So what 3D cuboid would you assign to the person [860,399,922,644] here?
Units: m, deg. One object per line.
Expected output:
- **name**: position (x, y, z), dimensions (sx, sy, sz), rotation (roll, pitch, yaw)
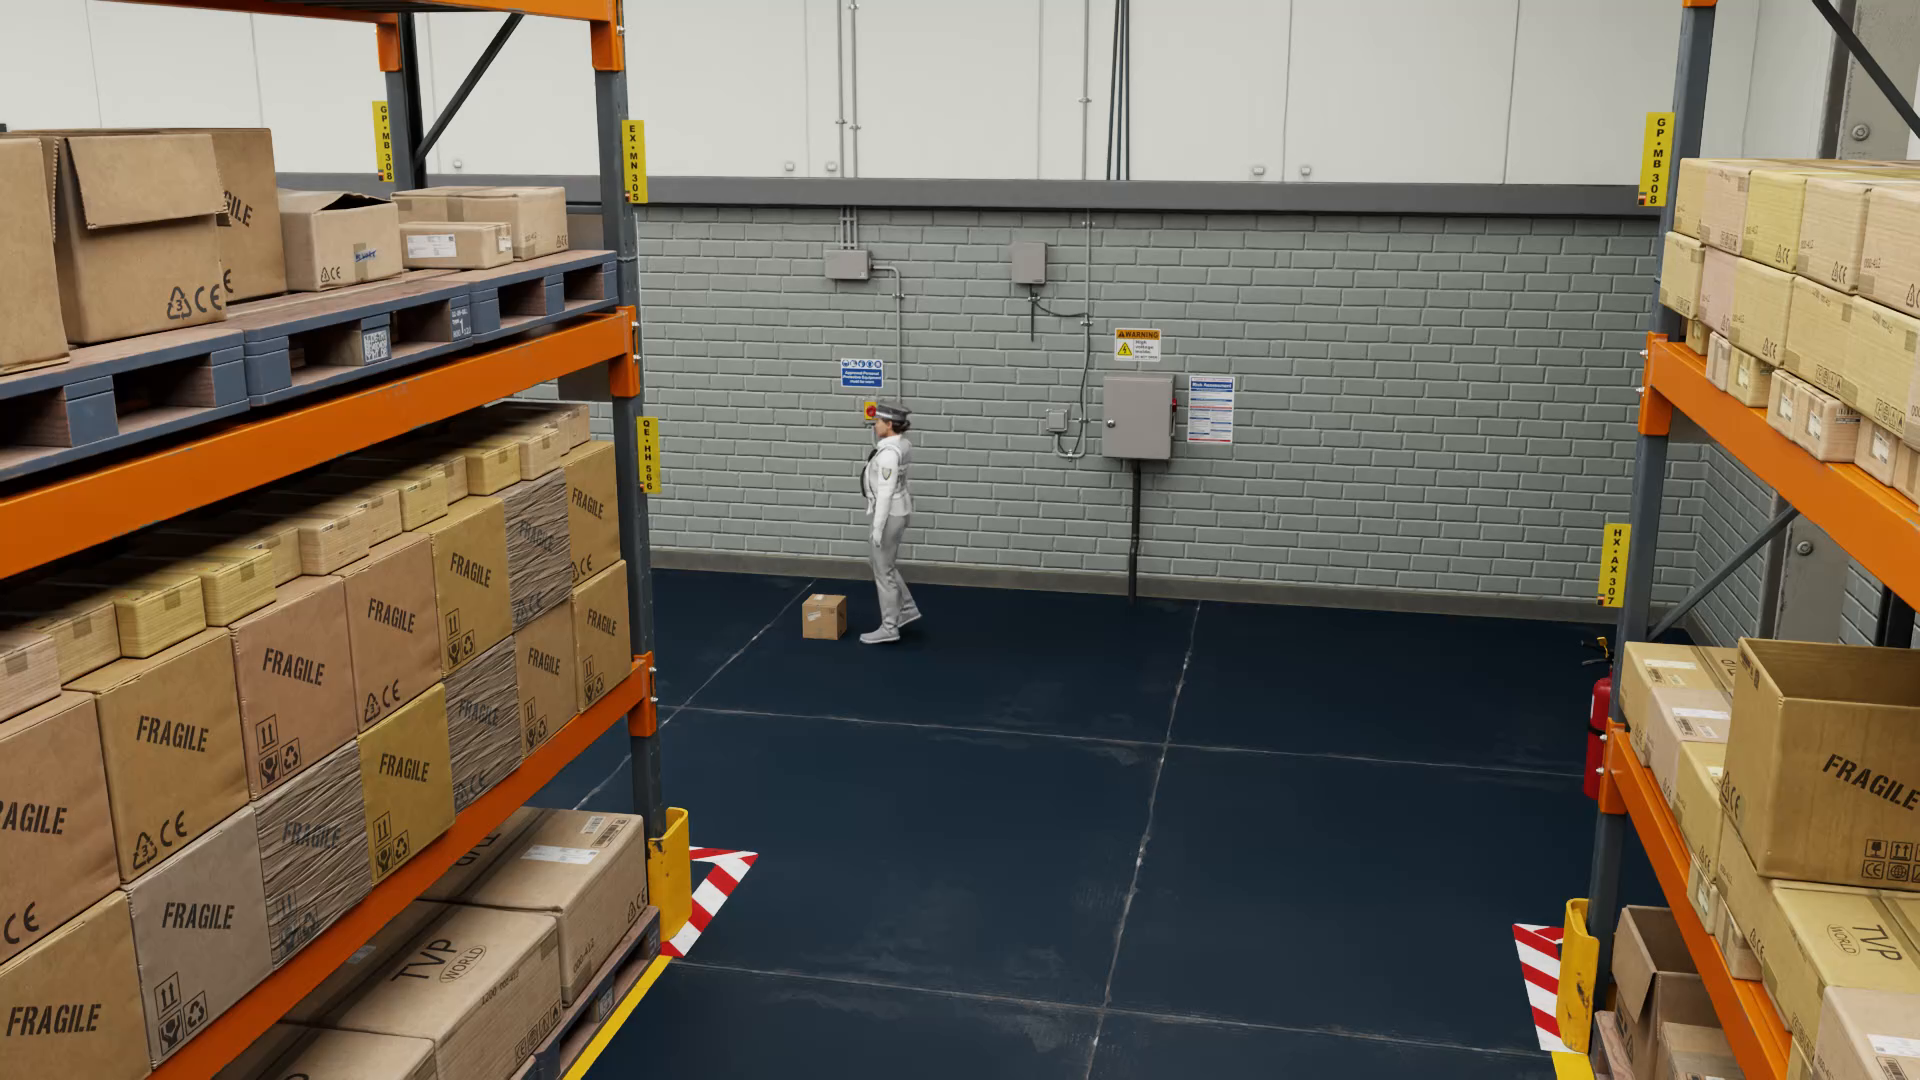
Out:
- **person**: position (-0.479, -0.128, 11.429), dimensions (0.401, 1.689, 0.493), rotation (3, 15, 12)
